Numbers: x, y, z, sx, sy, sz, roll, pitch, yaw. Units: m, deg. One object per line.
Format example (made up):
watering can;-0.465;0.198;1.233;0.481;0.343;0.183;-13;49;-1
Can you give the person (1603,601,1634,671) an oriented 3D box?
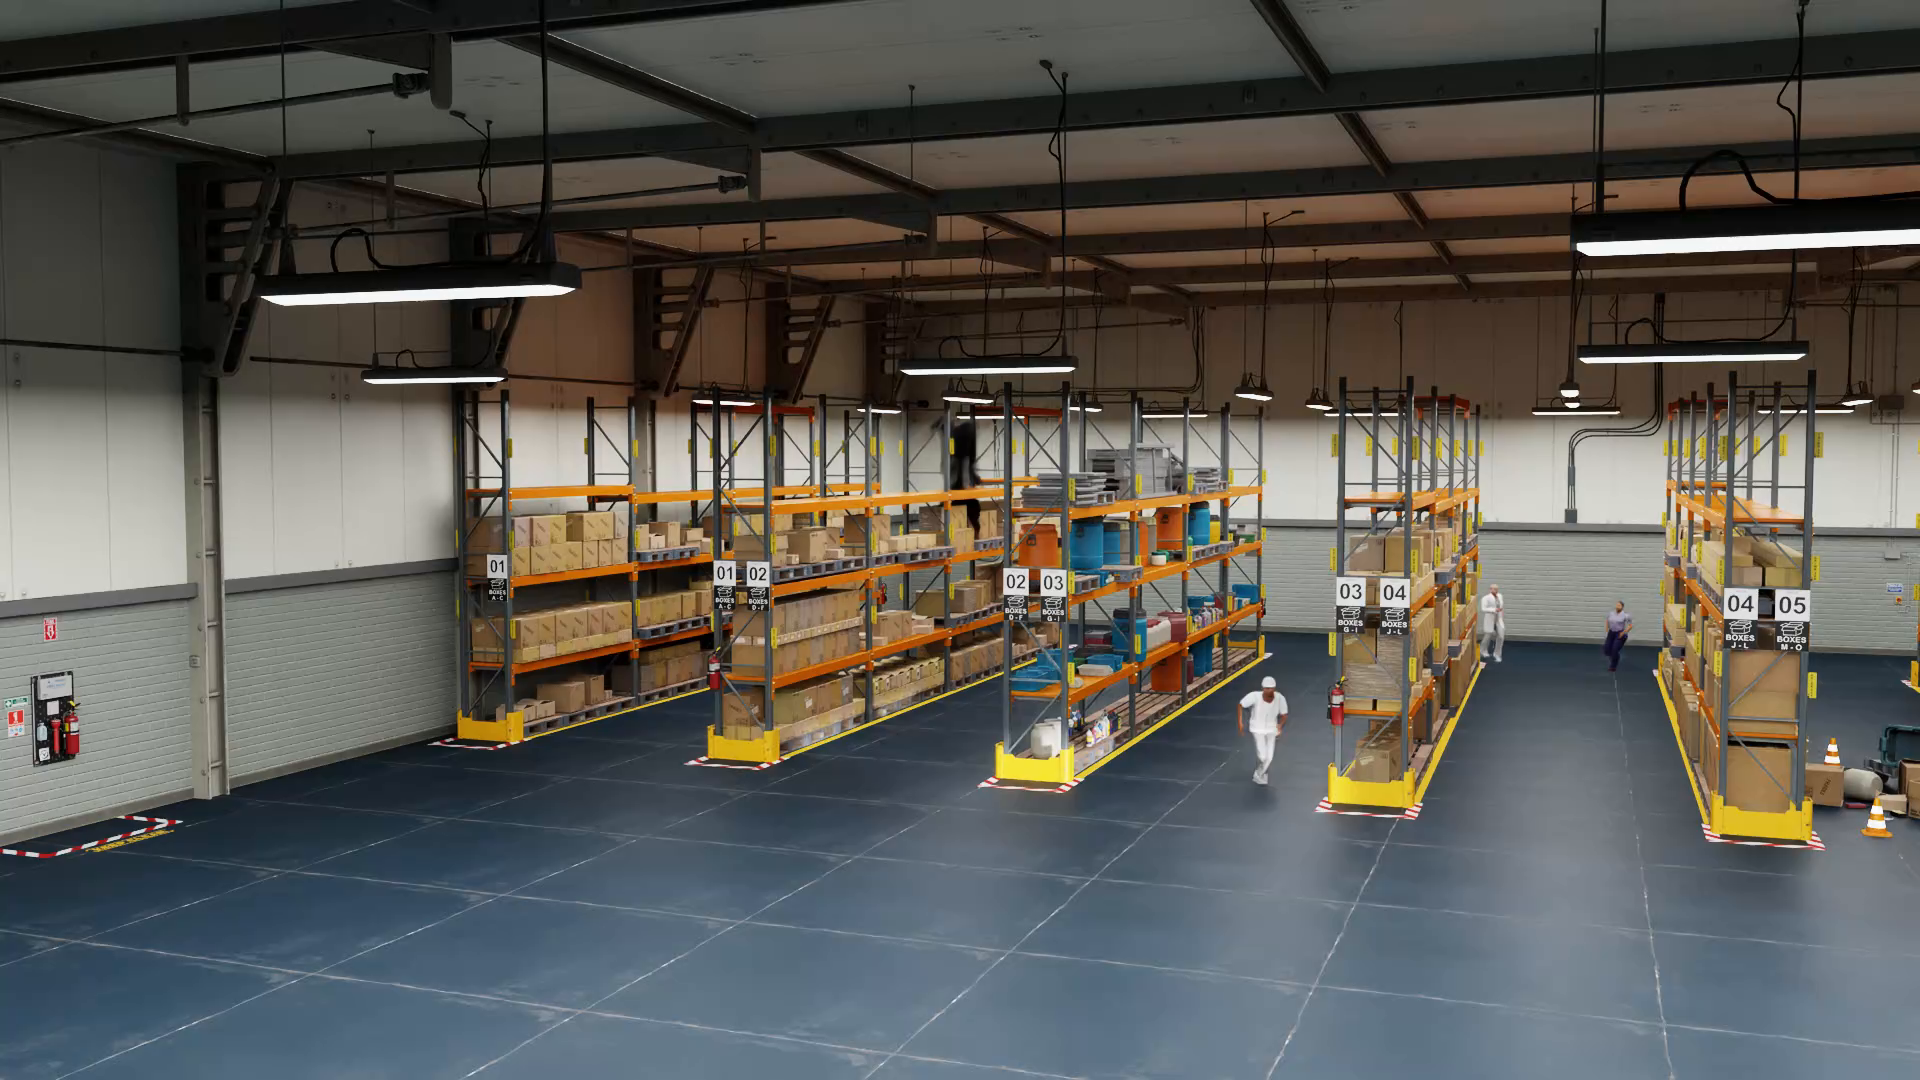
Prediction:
person;14.818;2.154;37.373;0.585;1.596;0.626;-3;4;-43

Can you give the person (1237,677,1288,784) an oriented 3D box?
person;4.468;2.816;24.513;0.726;1.641;0.653;0;3;-2

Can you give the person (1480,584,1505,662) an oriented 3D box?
person;12.569;1.961;39.285;0.684;1.856;0.900;-1;3;-12
